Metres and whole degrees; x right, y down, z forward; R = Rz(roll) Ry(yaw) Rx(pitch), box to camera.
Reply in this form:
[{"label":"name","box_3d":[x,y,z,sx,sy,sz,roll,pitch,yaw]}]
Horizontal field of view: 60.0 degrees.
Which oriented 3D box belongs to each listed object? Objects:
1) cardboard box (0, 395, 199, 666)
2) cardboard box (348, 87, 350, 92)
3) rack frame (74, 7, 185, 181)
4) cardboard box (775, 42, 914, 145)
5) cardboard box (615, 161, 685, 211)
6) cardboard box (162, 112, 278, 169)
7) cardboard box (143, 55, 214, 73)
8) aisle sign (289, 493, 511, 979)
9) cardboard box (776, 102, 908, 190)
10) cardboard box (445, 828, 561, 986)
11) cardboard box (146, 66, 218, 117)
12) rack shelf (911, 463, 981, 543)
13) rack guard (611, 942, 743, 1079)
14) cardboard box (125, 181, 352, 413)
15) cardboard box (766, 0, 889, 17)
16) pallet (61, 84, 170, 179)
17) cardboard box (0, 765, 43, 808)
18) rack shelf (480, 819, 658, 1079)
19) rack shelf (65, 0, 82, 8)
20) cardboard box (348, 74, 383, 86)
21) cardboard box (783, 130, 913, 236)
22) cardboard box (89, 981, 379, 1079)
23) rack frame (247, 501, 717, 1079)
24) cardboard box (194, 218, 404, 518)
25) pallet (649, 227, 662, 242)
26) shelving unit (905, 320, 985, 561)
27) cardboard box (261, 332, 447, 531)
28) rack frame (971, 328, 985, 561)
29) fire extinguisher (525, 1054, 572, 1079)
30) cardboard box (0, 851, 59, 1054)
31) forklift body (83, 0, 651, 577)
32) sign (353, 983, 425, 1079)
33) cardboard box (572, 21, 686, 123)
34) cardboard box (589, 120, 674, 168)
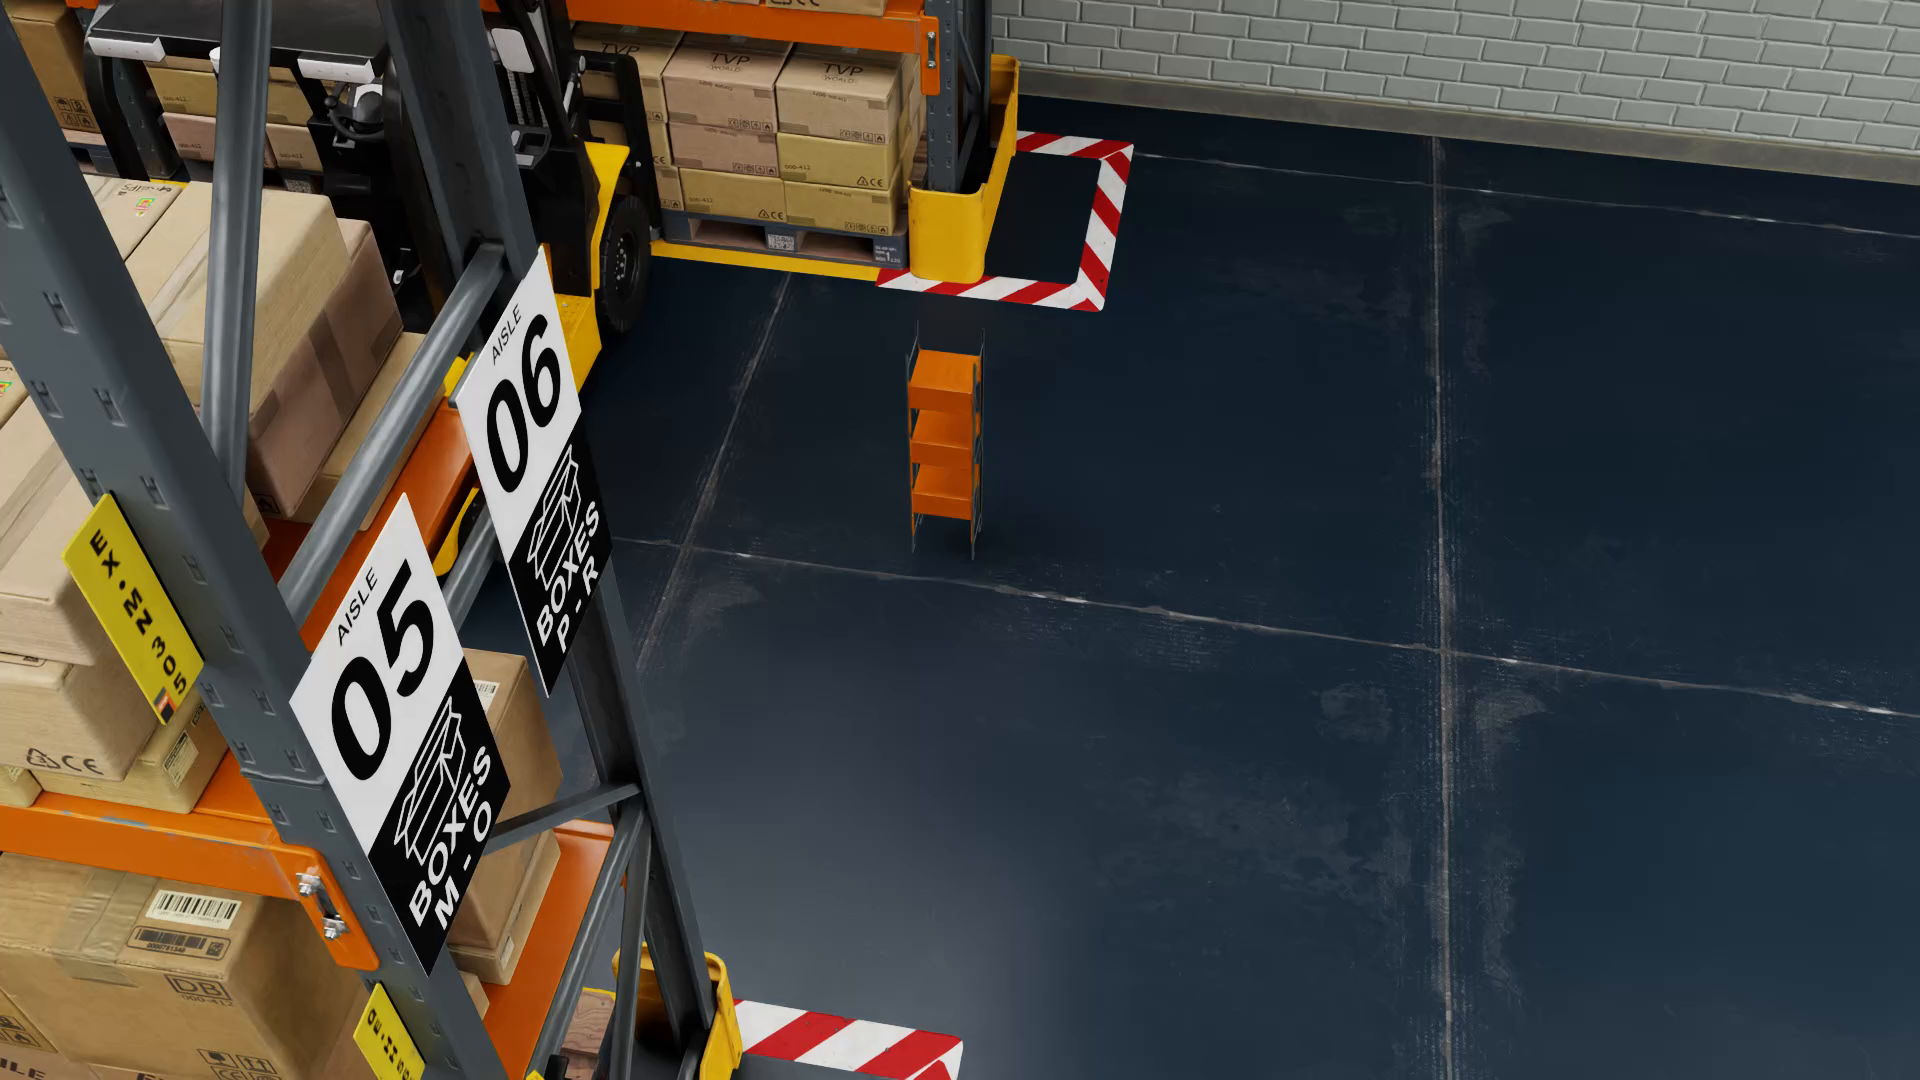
[{"label":"cardboard box","box_3d":[-1.262,-0.029,2.348,0.250,0.149,0.380,8,49,7]},{"label":"cardboard box","box_3d":[-2.525,-2.137,7.855,0.500,0.250,0.500,7,48,7]},{"label":"rack frame","box_3d":[-3.934,-3.178,7.561,0.127,3.000,1.000,8,49,7]},{"label":"cardboard box","box_3d":[-0.507,-2.037,7.430,0.500,0.250,0.500,9,49,8]},{"label":"cardboard box","box_3d":[-1.495,-1.847,7.931,0.500,0.250,0.500,8,49,7]},{"label":"cardboard box","box_3d":[-3.517,-2.093,8.152,0.500,0.250,0.500,8,49,7]},{"label":"cardboard box","box_3d":[-3.514,-2.440,7.792,0.500,0.250,0.500,7,48,6]},{"label":"aisle sign","box_3d":[-0.868,0.336,2.655,0.004,0.787,0.394,8,49,7]},{"label":"cardboard box","box_3d":[-0.533,-1.873,7.619,0.500,0.250,0.500,7,48,6]},{"label":"cardboard box","box_3d":[-1.175,0.872,4.091,0.250,0.149,0.380,8,49,7]},{"label":"cardboard box","box_3d":[-3.513,-2.277,7.981,0.500,0.250,0.500,7,48,7]},{"label":"rack shelf","box_3d":[-0.053,-0.165,6.552,0.240,0.259,0.215,8,49,7]},{"label":"rack guard","box_3d":[-0.952,1.810,4.759,0.348,0.500,1.175,8,49,7]},{"label":"cardboard box","box_3d":[-1.191,-0.397,2.678,0.250,0.149,0.380,7,48,7]},{"label":"cardboard box","box_3d":[-0.529,-2.555,6.934,0.500,0.500,0.500,7,48,6]},{"label":"pallet","box_3d":[-4.666,-2.315,8.660,1.213,0.211,1.003,8,49,7]},{"label":"cardboard box","box_3d":[-1.529,0.215,2.665,0.250,0.149,0.380,8,49,7]},{"label":"rack shelf","box_3d":[-2.845,0.961,4.326,4.000,0.370,1.077,8,49,7]},{"label":"rack shelf","box_3d":[-5.902,-3.202,8.066,4.000,0.370,1.077,8,49,7]},{"label":"cardboard box","box_3d":[-2.521,-2.308,7.673,0.500,0.250,0.500,9,49,8]},{"label":"cardboard box","box_3d":[-0.517,-1.701,7.800,0.500,0.250,0.500,8,49,7]},{"label":"cardboard box","box_3d":[-1.460,0.982,3.556,0.500,0.500,0.500,7,48,6]},{"label":"rack frame","box_3d":[-0.877,0.985,3.821,0.127,3.000,1.000,8,49,7]},{"label":"cardboard box","box_3d":[-1.325,-0.329,2.885,0.500,0.250,0.500,7,48,6]},{"label":"pallet","box_3d":[-1.955,-1.951,8.333,1.213,0.211,1.003,8,49,7]},{"label":"shelving unit","box_3d":[-0.053,-0.358,6.338,0.252,1.050,0.215,8,49,7]},{"label":"cardboard box","box_3d":[-1.146,-0.215,3.051,0.250,0.149,0.380,8,49,7]},{"label":"rack frame","box_3d":[0.067,-0.342,6.323,0.008,1.050,0.200,8,49,7]},{"label":"fire extinguisher","box_3d":[-0.846,1.363,3.533,0.183,0.674,0.296,8,49,7]},{"label":"cardboard box","box_3d":[-1.915,0.537,3.283,0.500,0.500,0.700,8,49,7]},{"label":"forklift body","box_3d":[-2.189,-1.281,6.427,1.214,2.155,2.313,8,49,7]},{"label":"sign","box_3d":[-0.996,0.896,2.910,0.005,0.325,0.100,8,49,7]},{"label":"cardboard box","box_3d":[-1.508,-2.160,7.540,0.500,0.250,0.500,8,49,7]},{"label":"cardboard box","box_3d":[-1.536,-2.000,7.733,0.500,0.250,0.500,7,48,6]}]
